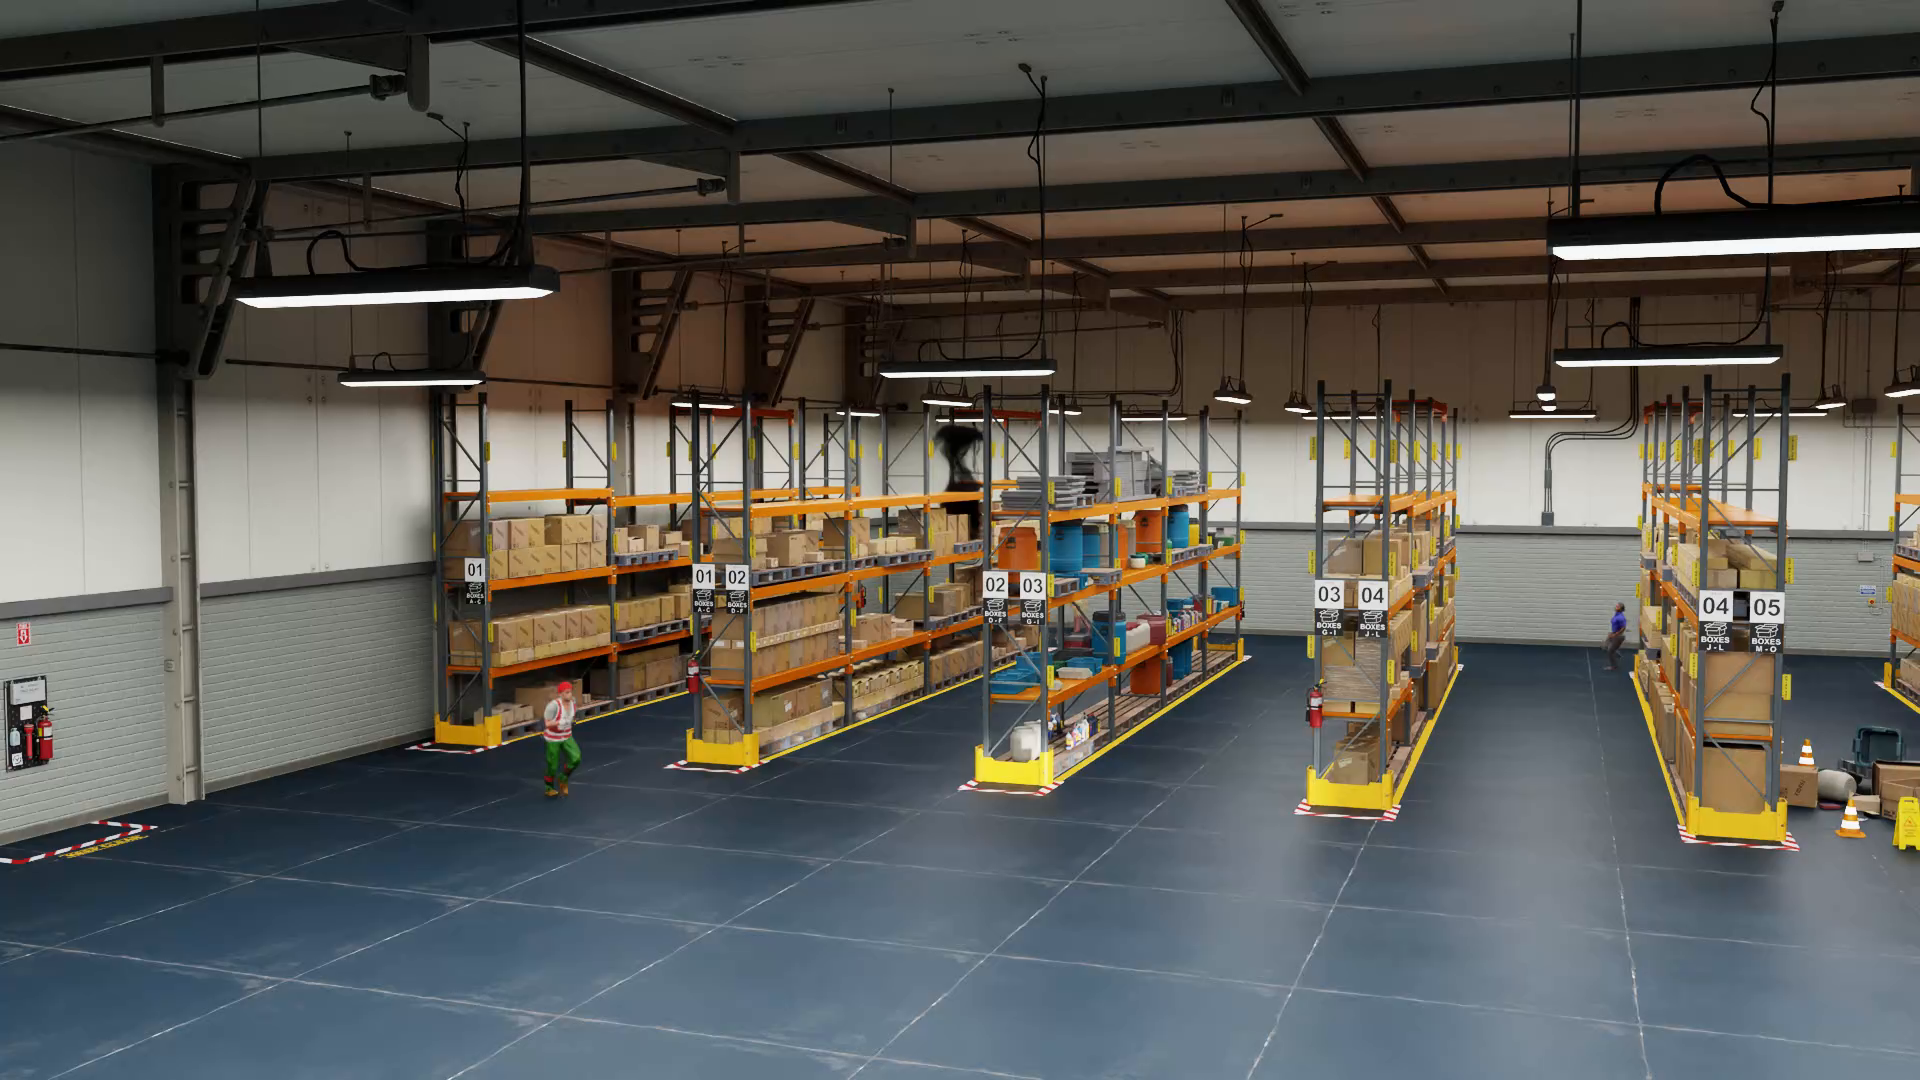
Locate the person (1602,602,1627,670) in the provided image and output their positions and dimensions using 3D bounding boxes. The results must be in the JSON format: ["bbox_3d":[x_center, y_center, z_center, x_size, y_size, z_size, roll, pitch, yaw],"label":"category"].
[{"bbox_3d":[14.910,2.205,37.817,0.509,1.568,0.613,0,3,0],"label":"person"}]

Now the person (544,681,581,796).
[{"bbox_3d":[-5.697,2.853,23.780,0.631,1.698,0.862,-3,4,-43],"label":"person"}]

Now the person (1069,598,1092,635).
[{"bbox_3d":[3.025,1.938,41.950,0.579,1.690,0.891,-1,3,-18],"label":"person"}]
